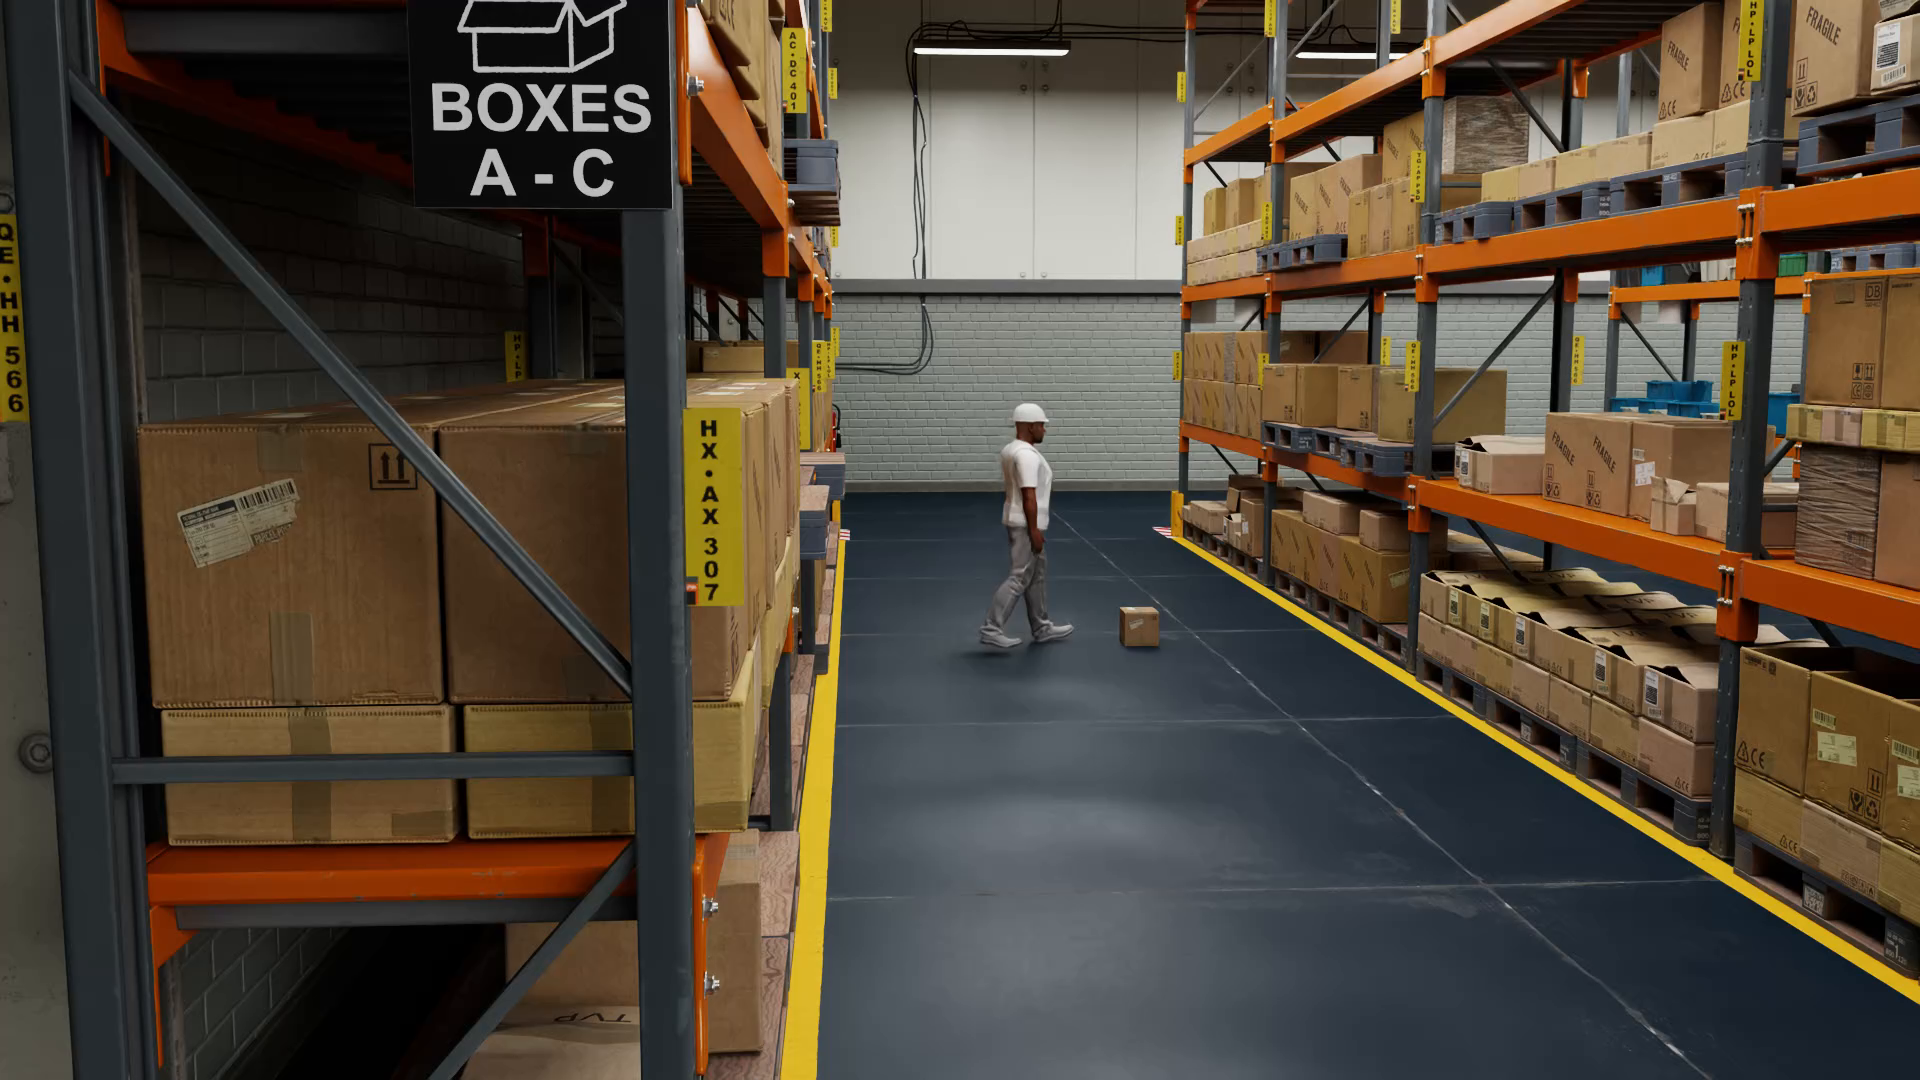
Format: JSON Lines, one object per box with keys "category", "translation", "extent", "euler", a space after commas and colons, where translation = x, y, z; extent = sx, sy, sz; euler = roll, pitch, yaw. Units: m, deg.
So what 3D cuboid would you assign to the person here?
{"category": "person", "translation": [0.497, -0.098, 11.986], "extent": [0.767, 1.767, 0.592], "euler": [-1, 7, -10]}
